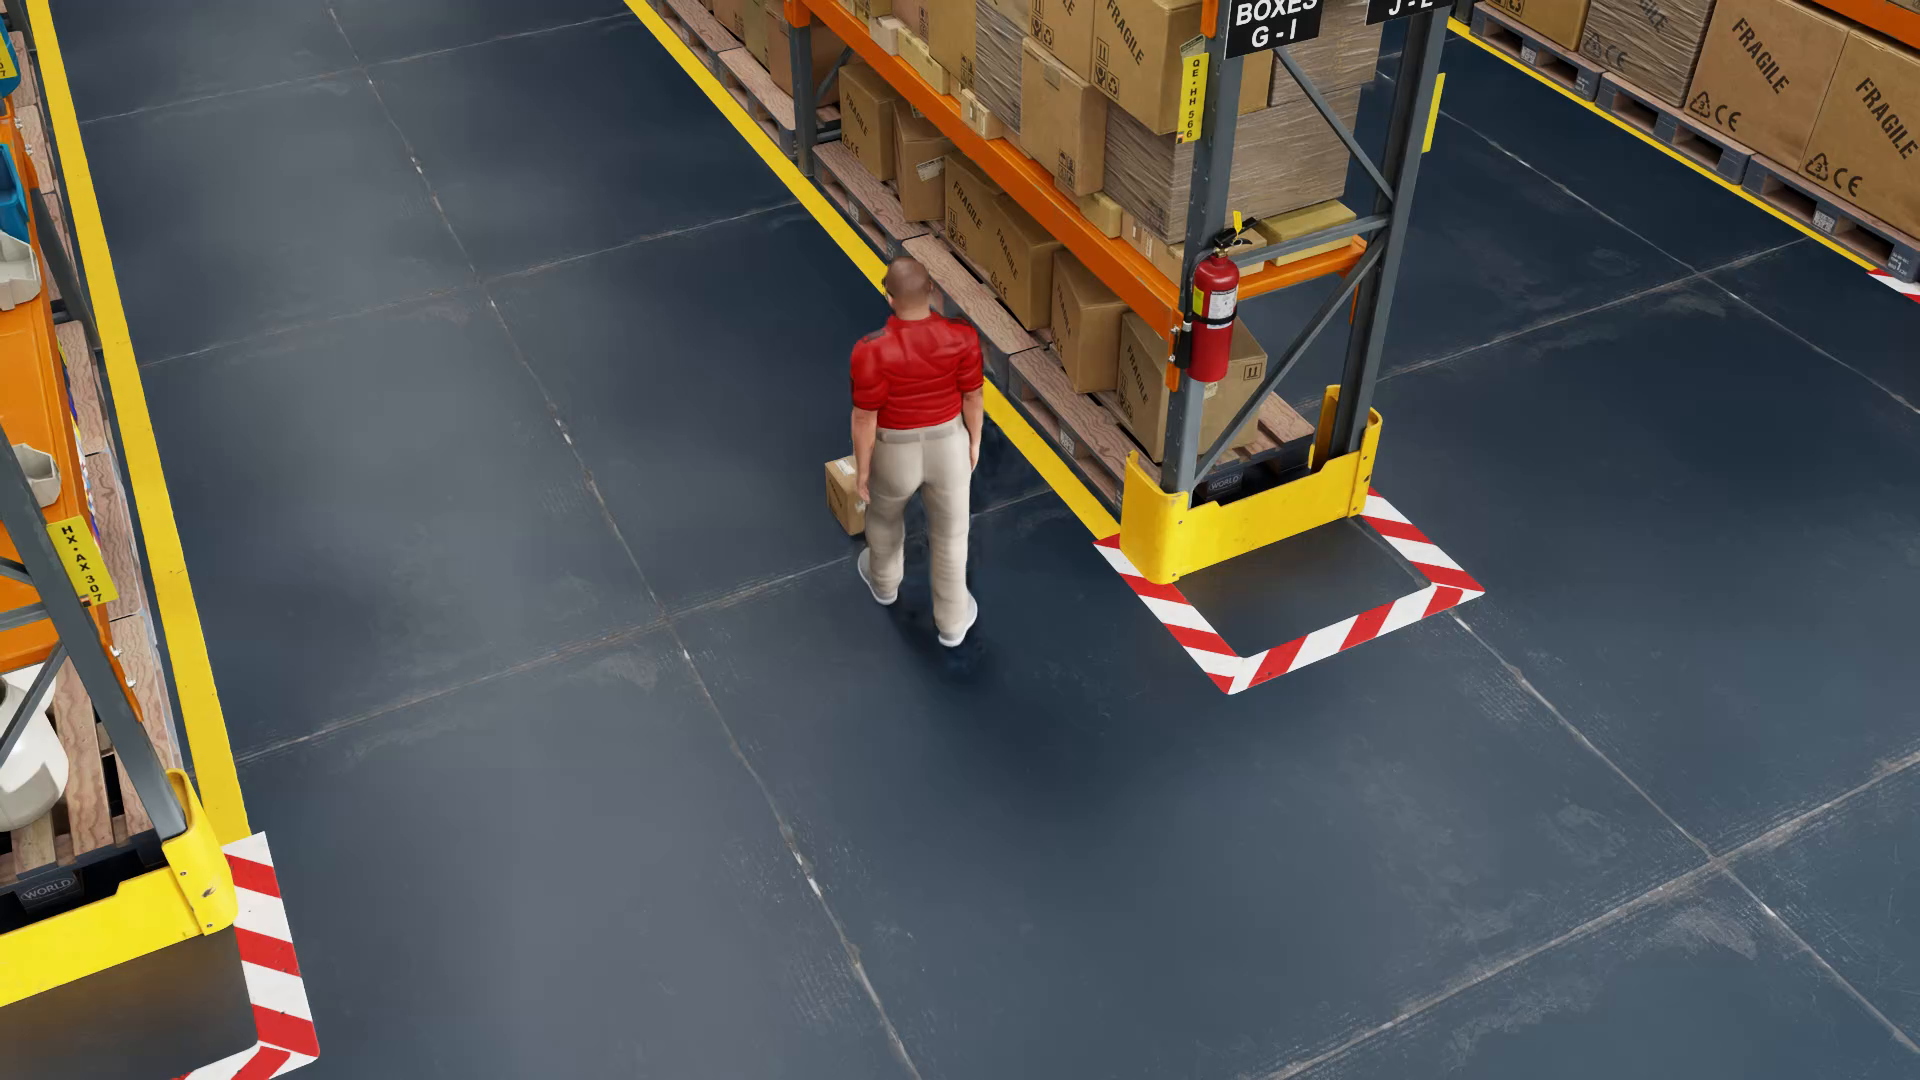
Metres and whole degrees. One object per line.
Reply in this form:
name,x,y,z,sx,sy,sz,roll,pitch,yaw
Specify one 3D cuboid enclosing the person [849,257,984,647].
person,-0.180,-0.382,6.590,0.533,1.716,0.665,-8,42,-9
